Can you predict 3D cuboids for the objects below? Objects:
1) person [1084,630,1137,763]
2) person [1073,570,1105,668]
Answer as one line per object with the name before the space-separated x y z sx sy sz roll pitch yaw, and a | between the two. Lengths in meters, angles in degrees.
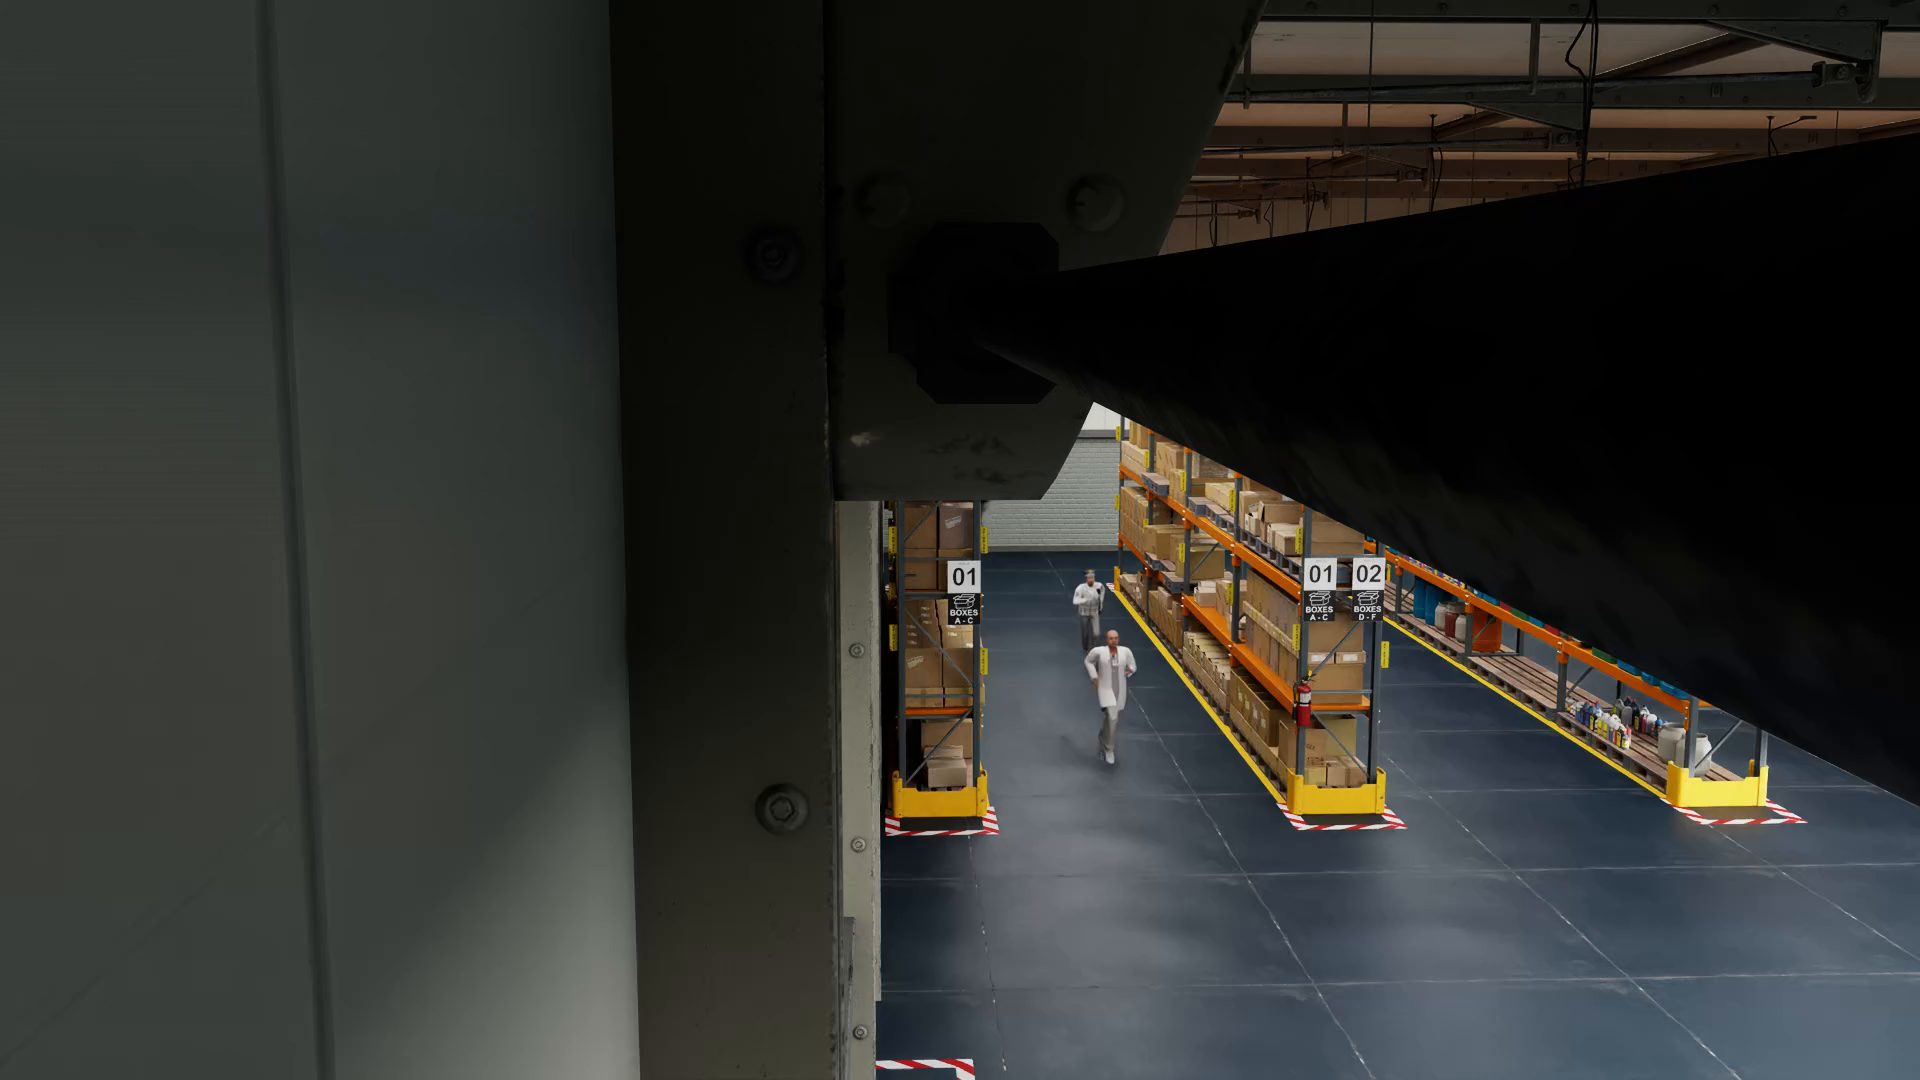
person | 2.120 2.154 23.122 0.666 1.857 0.849 -2 9 -16
person | 2.253 1.345 29.029 0.594 1.747 0.830 0 8 -3
